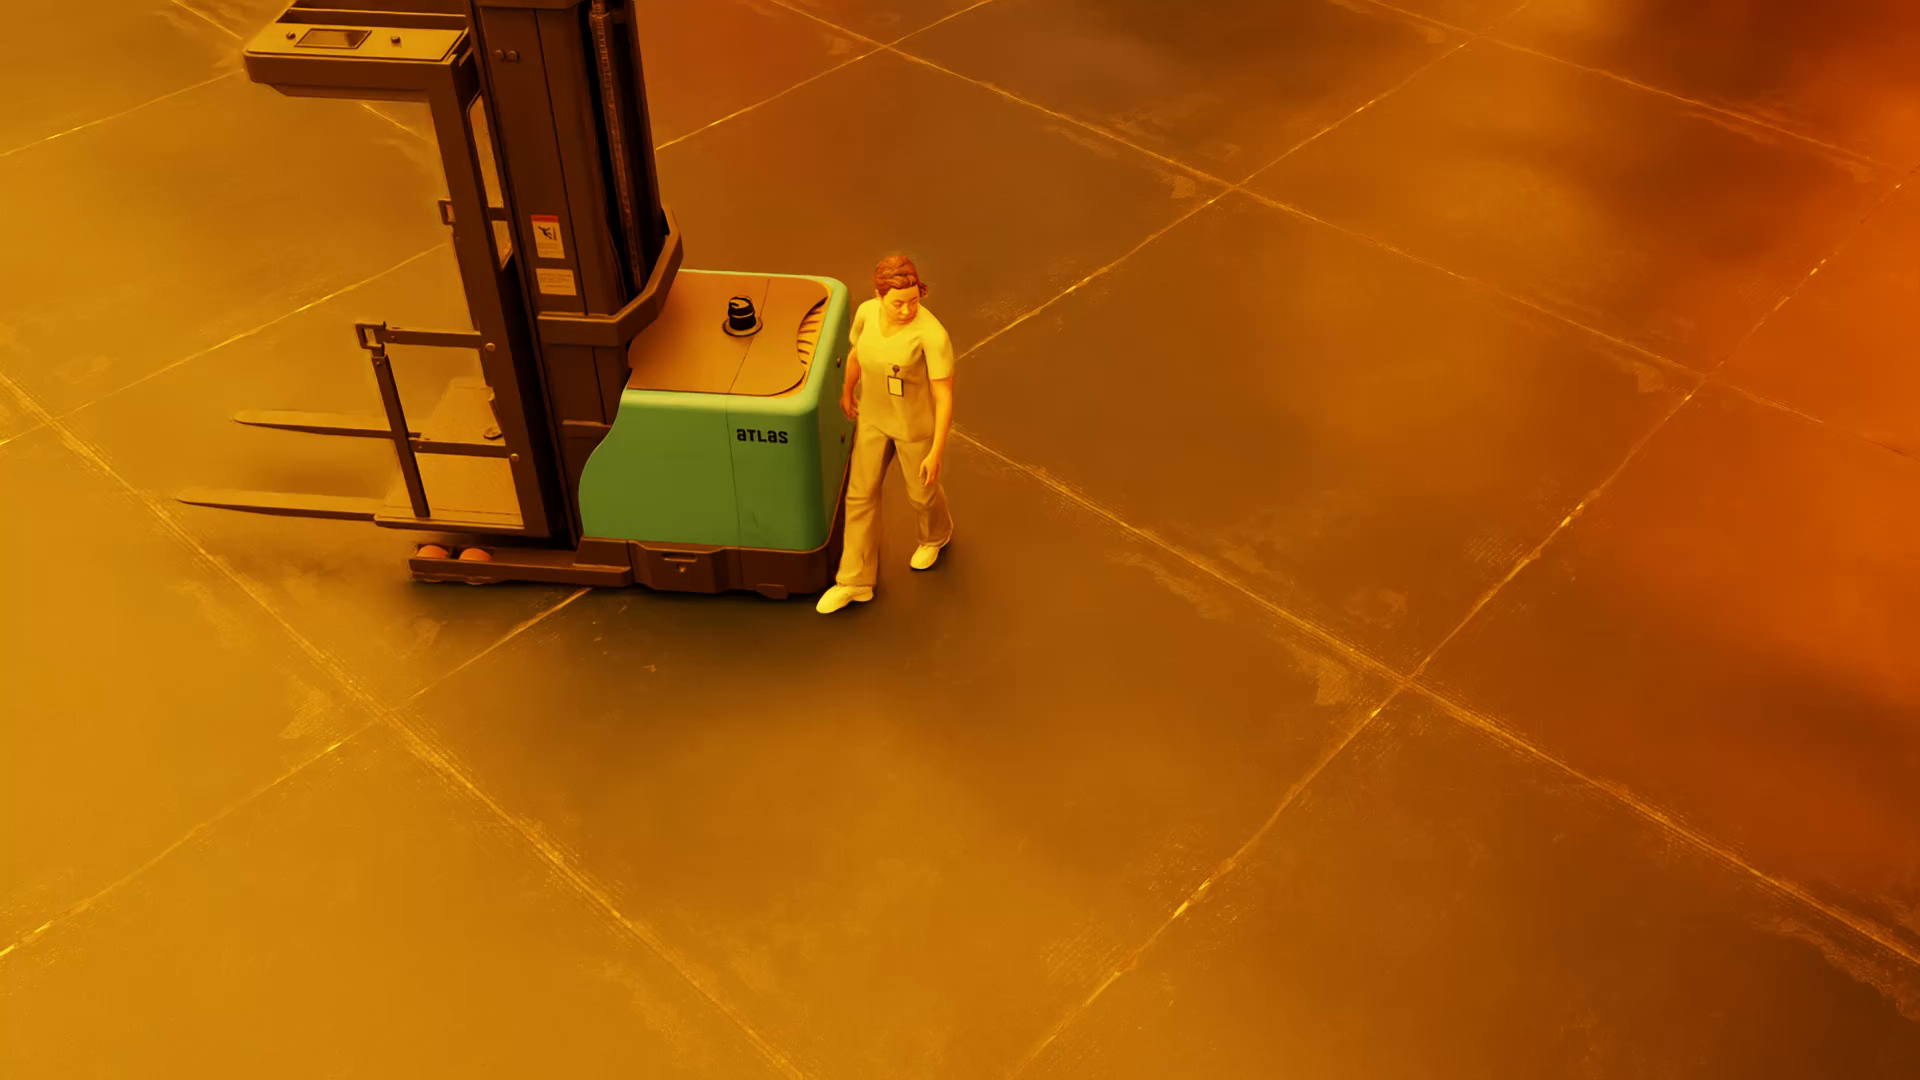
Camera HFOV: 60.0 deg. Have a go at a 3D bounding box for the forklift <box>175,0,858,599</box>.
[{"bbox_3d":[-2.030,-1.250,6.885,3.031,2.935,1.130,4,41,4],"label":"forklift"}]

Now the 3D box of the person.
[{"bbox_3d":[-0.314,-0.435,6.931,0.626,1.640,0.824,19,44,21],"label":"person"}]
